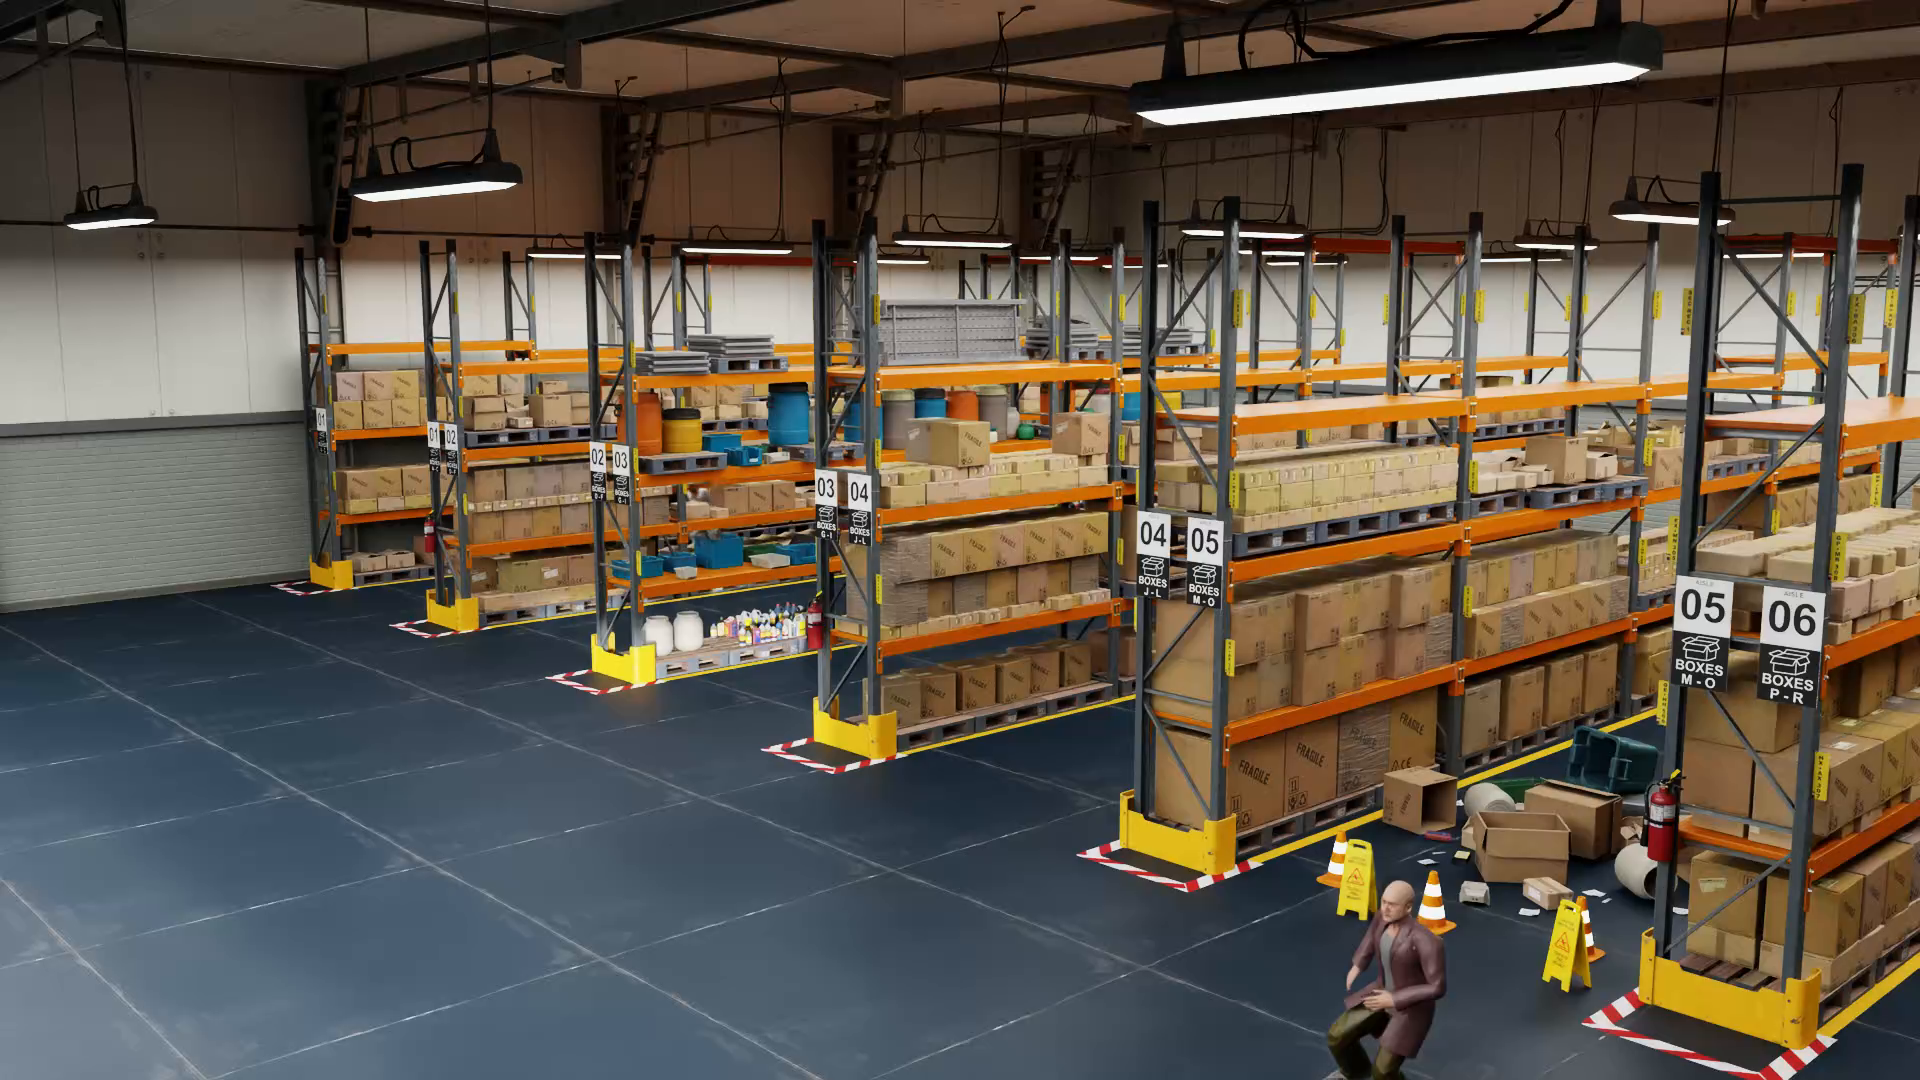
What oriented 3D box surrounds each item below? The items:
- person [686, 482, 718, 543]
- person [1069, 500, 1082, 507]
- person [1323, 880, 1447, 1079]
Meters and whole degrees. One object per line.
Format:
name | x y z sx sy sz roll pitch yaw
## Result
person | -5.031 -0.417 32.420 0.687 1.665 0.839 2 9 14
person | 2.080 -0.270 31.121 0.648 1.734 0.646 -8 11 -43
person | 2.658 2.897 10.304 0.632 1.709 0.922 -6 10 -35
